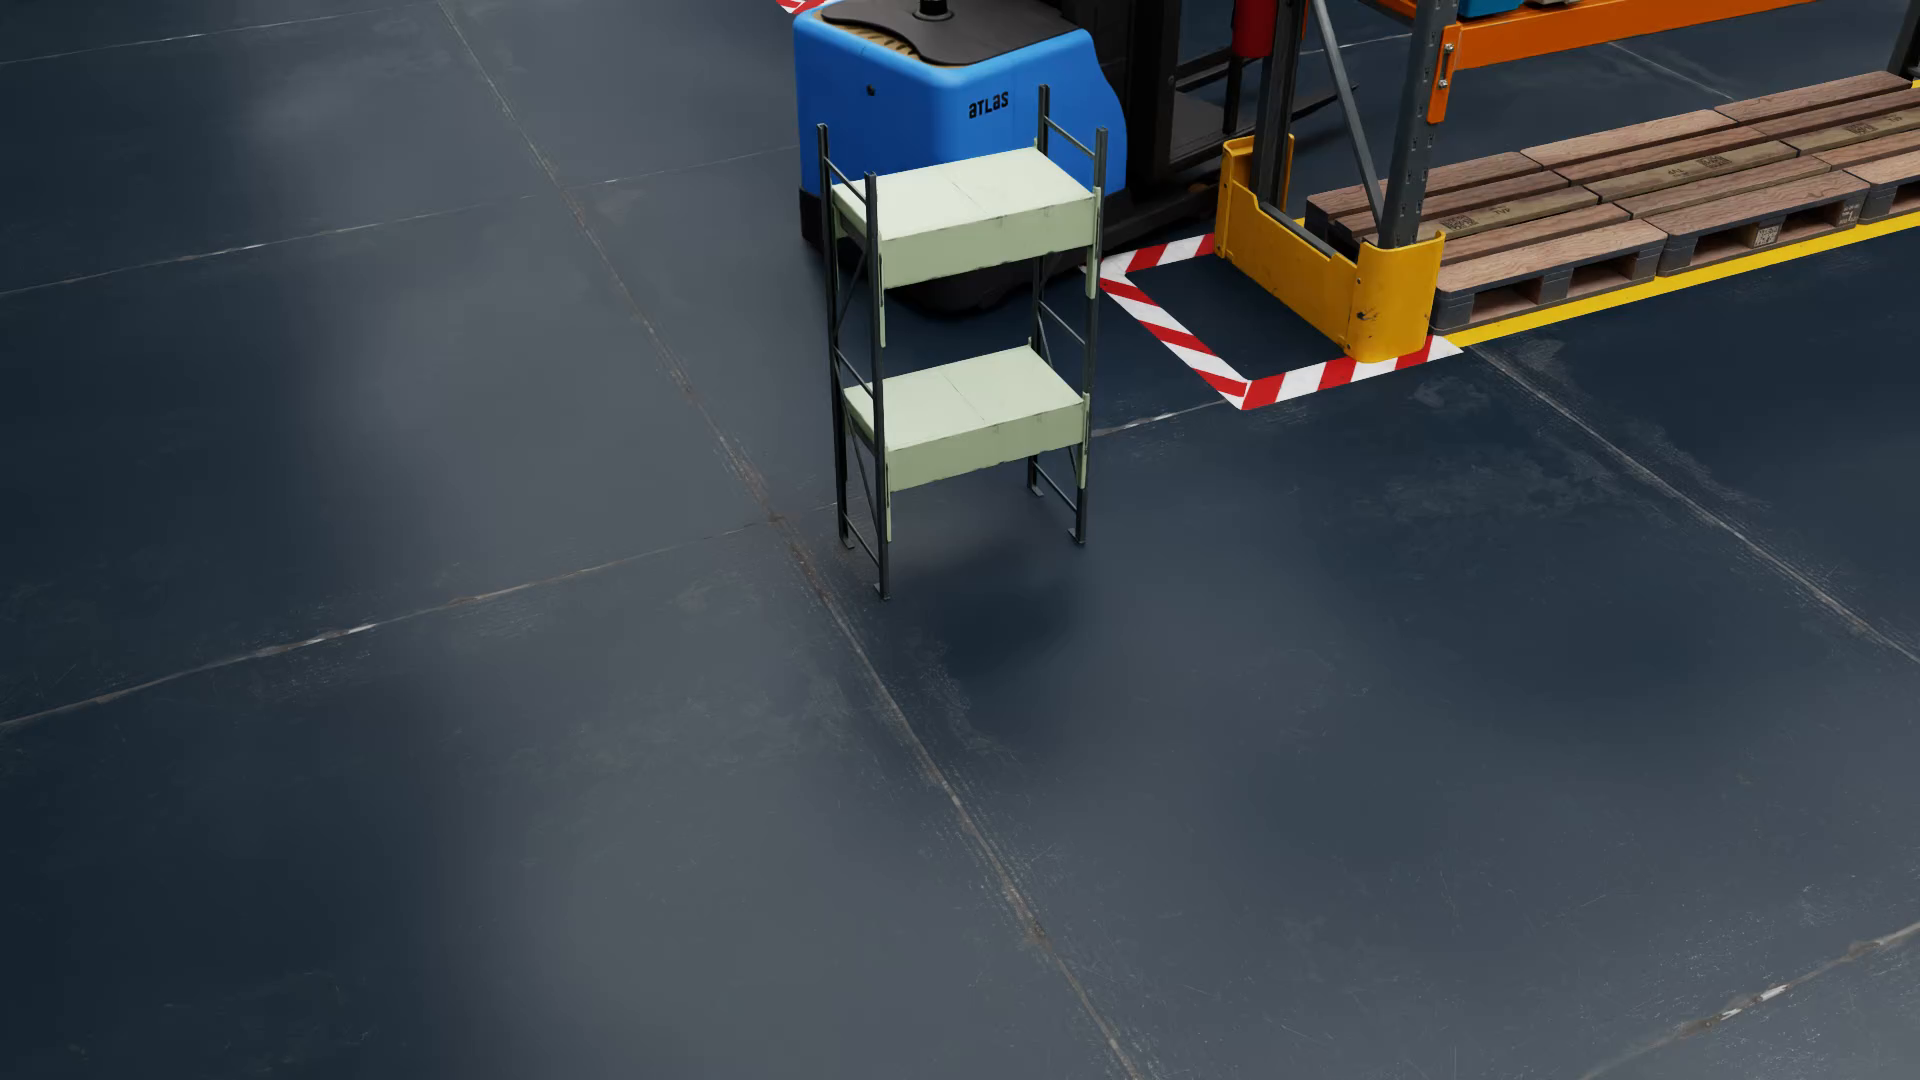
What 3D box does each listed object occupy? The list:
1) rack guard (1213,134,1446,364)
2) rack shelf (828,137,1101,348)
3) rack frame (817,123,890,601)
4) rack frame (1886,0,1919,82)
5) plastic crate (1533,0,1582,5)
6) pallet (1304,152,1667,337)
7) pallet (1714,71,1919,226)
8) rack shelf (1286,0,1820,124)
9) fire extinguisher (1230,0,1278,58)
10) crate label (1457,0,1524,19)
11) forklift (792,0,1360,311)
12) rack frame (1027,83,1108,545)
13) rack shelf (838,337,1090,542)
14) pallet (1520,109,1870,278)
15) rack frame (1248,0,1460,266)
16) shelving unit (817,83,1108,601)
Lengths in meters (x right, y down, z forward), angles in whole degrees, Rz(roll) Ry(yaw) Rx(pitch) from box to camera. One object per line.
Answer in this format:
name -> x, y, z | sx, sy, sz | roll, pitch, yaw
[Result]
rack guard -> 1.525, -1.258, 7.027 | 0.348, 0.500, 1.175 | -16, 39, -20
rack shelf -> 0.006, -0.918, 5.073 | 0.720, 0.370, 0.431 | -16, 39, -20
rack frame -> -0.325, -0.511, 5.181 | 0.023, 1.500, 0.400 | -16, 39, -20
rack frame -> 5.162, -3.288, 7.665 | 0.127, 3.000, 1.000 | -16, 39, -20
plastic crate -> 2.230, -2.115, 6.254 | 0.298, 0.136, 0.250 | -16, 39, -20
pallet -> 2.304, -1.343, 7.383 | 1.213, 0.211, 1.003 | -16, 39, -20
pallet -> 4.513, -1.961, 8.216 | 1.213, 0.211, 1.003 | -16, 39, -20
rack shelf -> 3.352, -2.492, 7.196 | 4.000, 0.370, 1.077 | -16, 39, -20
fire extinguisher -> 1.211, -2.301, 6.713 | 0.183, 0.674, 0.296 | -16, 39, -20
crate label -> 1.904, -2.117, 6.176 | 0.303, 0.233, 0.416 | -16, 39, -20
forklift -> 0.714, -2.881, 7.175 | 3.031, 2.935, 1.130 | -29, 45, -33
rack frame -> 0.337, -0.697, 5.430 | 0.023, 1.500, 0.400 | -16, 39, -20
rack shelf -> 0.006, -0.342, 5.500 | 0.720, 0.370, 0.431 | -16, 39, -20
pallet -> 3.407, -1.649, 7.797 | 1.213, 0.211, 1.003 | -16, 39, -20
rack frame -> 1.541, -2.275, 6.300 | 0.127, 3.000, 1.000 | -16, 39, -20
shelving unit -> 0.006, -0.604, 5.305 | 0.755, 1.500, 0.431 | -16, 39, -20
